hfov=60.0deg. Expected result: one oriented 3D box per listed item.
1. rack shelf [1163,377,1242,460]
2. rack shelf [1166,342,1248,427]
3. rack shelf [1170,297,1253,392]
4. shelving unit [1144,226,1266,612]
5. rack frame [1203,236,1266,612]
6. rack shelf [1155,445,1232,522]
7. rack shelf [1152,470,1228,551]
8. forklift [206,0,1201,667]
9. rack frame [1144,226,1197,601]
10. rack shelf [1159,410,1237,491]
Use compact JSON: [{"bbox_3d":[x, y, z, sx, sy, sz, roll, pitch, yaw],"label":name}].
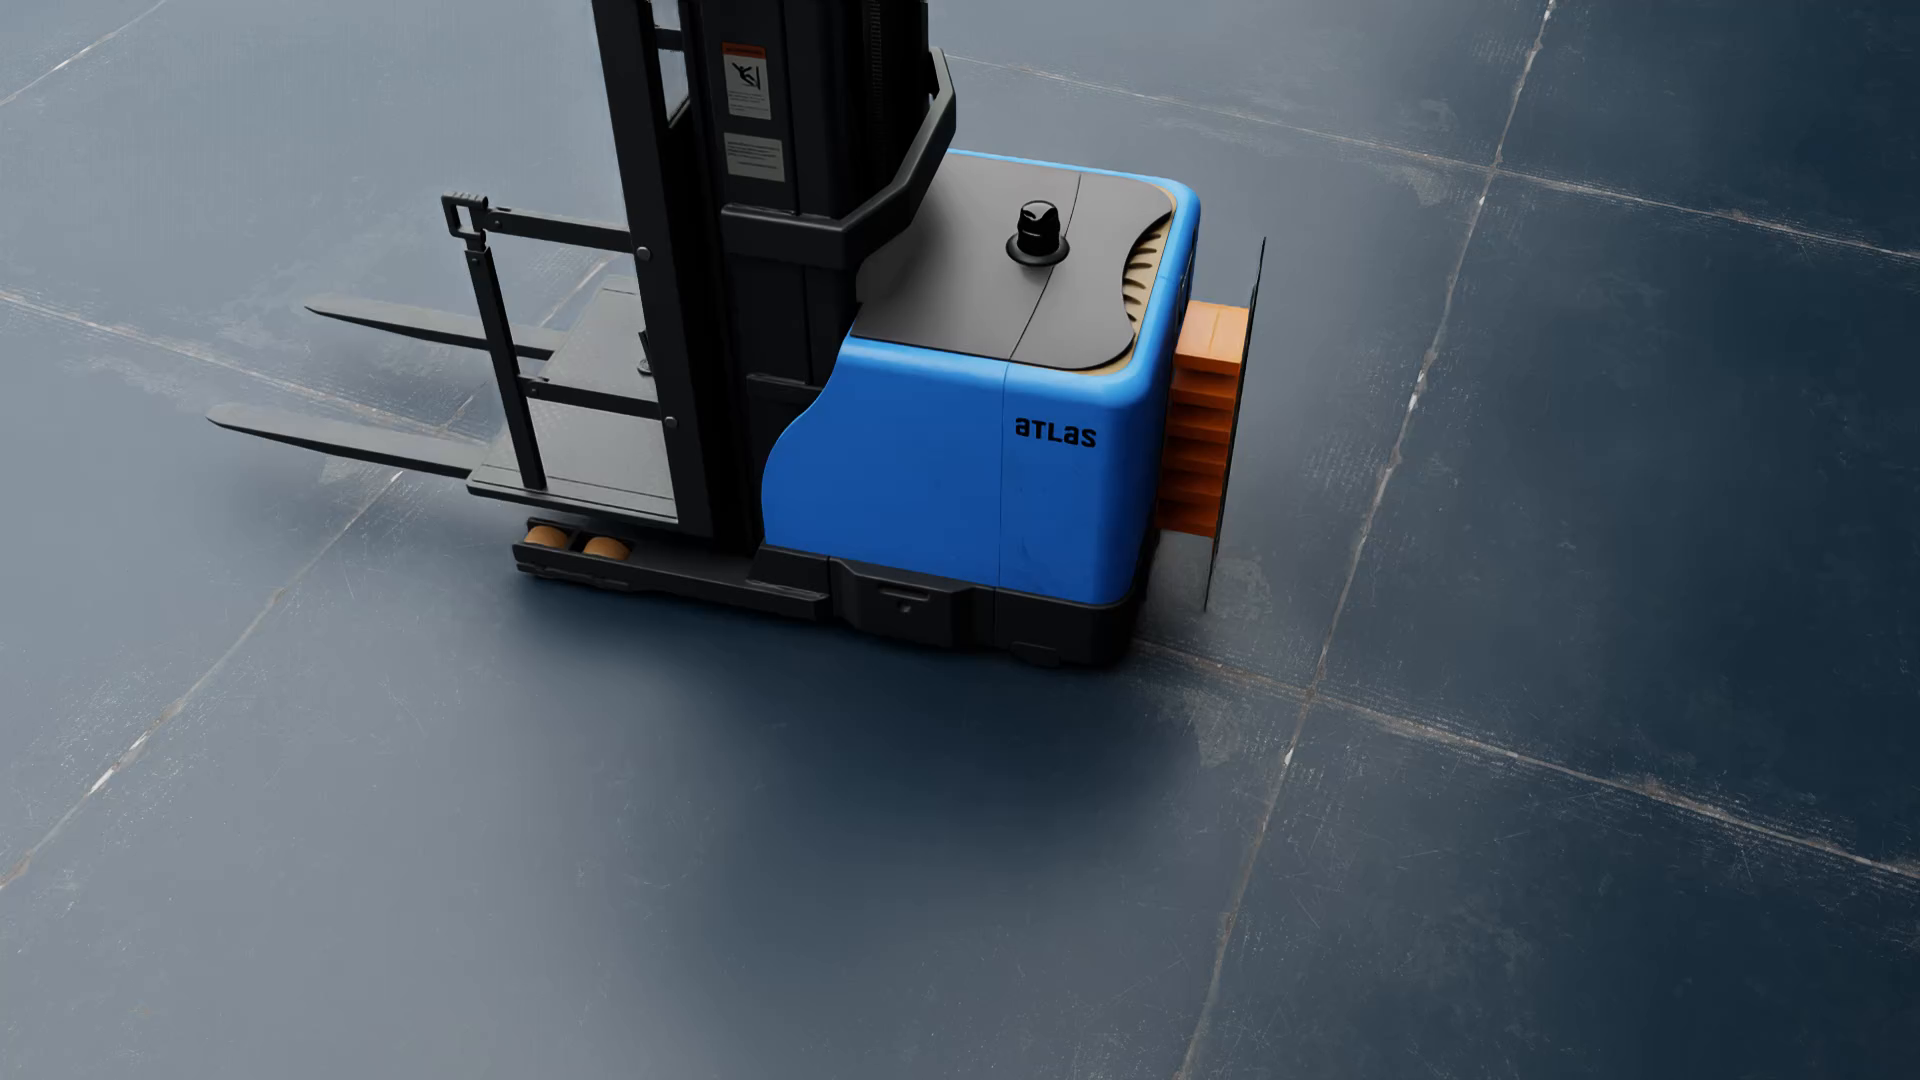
[{"bbox_3d":[0.680,-0.358,4.652,0.180,0.103,0.258,10,46,10],"label":"rack shelf"},{"bbox_3d":[0.680,-0.443,4.567,0.180,0.103,0.258,10,46,10],"label":"rack shelf"},{"bbox_3d":[0.680,-0.528,4.483,0.180,0.103,0.258,10,46,10],"label":"rack shelf"},{"bbox_3d":[0.680,-0.304,4.705,0.189,1.200,0.258,10,46,10],"label":"shelving unit"},{"bbox_3d":[0.769,-0.288,4.689,0.006,1.200,0.240,10,46,10],"label":"rack frame"},{"bbox_3d":[0.680,-0.188,4.821,0.180,0.103,0.258,10,46,10],"label":"rack shelf"},{"bbox_3d":[0.680,-0.103,4.906,0.180,0.103,0.258,10,46,10],"label":"rack shelf"},{"bbox_3d":[-0.871,-1.236,4.414,3.031,2.935,1.130,10,46,10],"label":"forklift"},{"bbox_3d":[0.591,-0.321,4.721,0.006,1.200,0.240,10,46,10],"label":"rack frame"},{"bbox_3d":[0.680,-0.273,4.737,0.180,0.103,0.258,10,46,10],"label":"rack shelf"}]
